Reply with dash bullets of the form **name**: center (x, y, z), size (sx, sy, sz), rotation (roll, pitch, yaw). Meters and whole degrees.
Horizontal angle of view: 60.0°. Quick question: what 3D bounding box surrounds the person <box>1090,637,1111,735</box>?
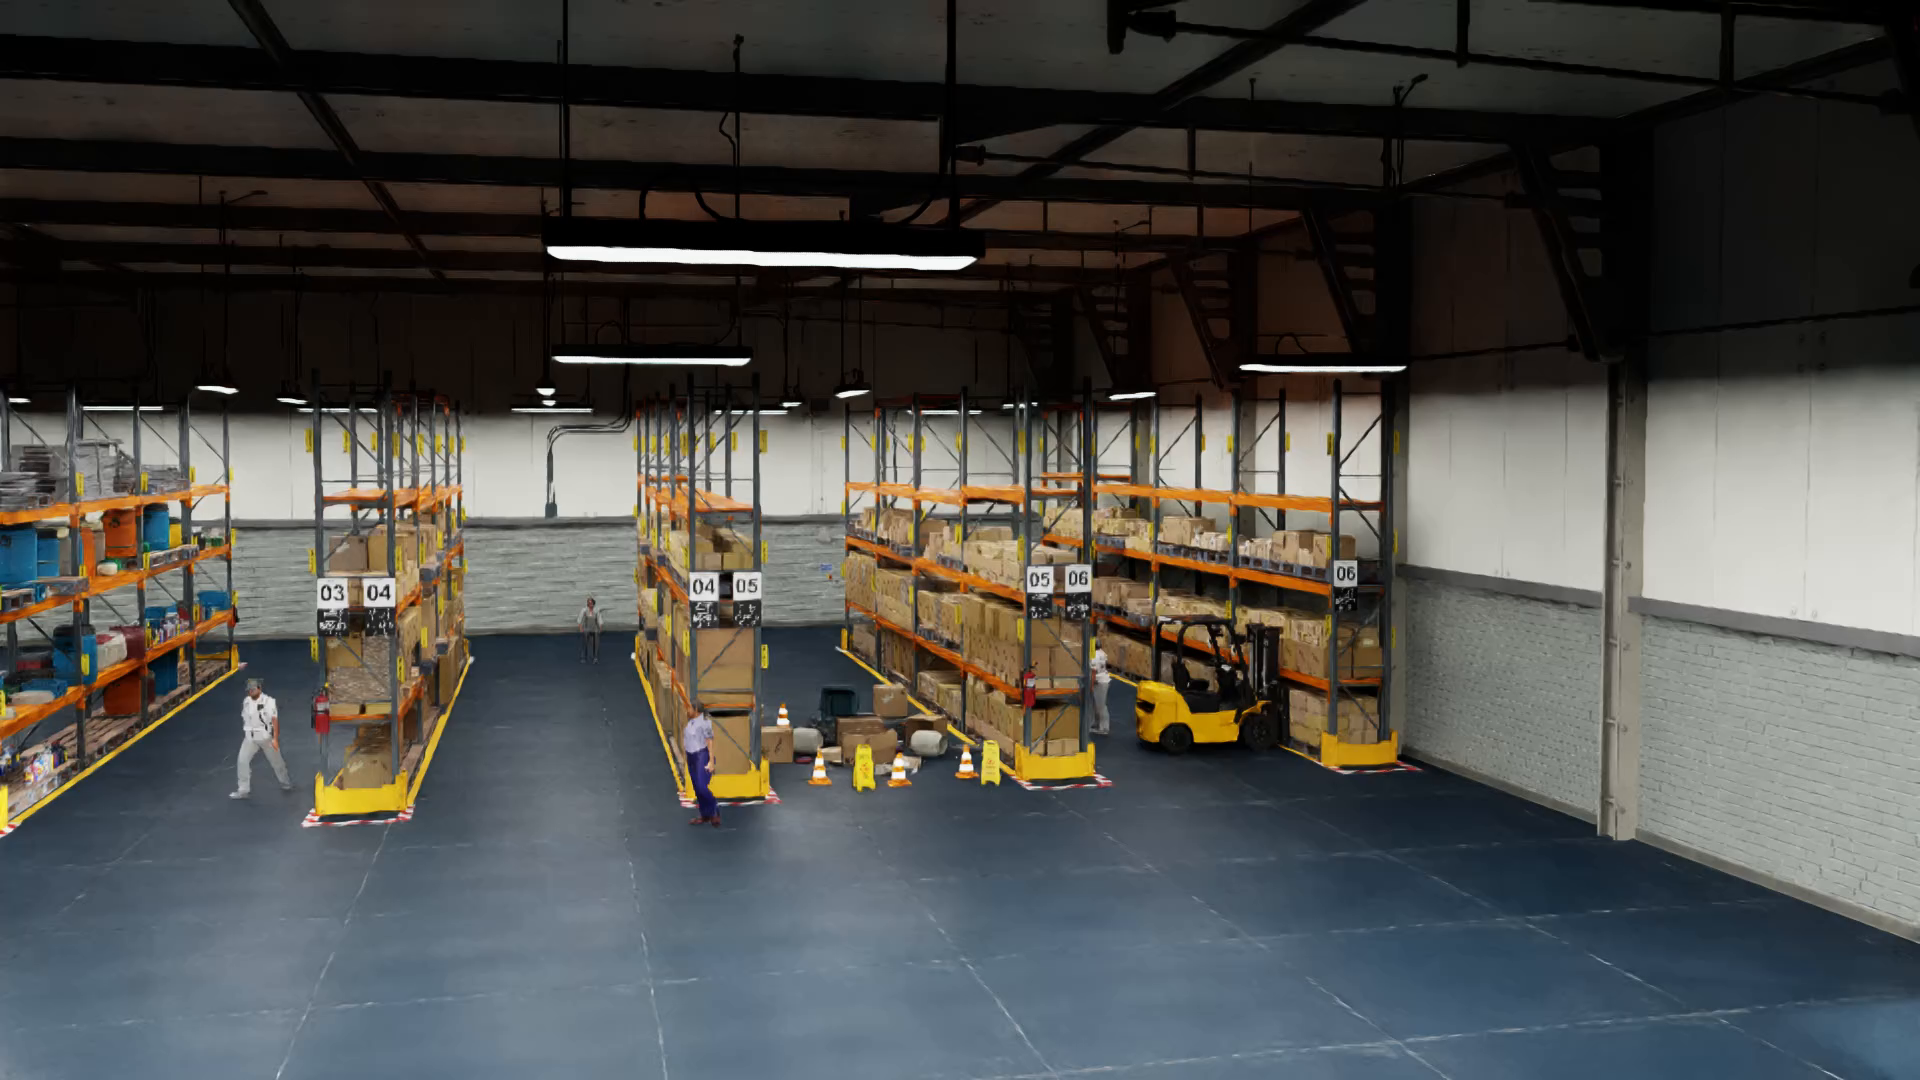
- **person**: center (2.352, 2.504, 28.712), size (0.556, 1.659, 0.598), rotation (1, 3, 18)

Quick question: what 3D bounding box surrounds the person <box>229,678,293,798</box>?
- **person**: center (-9.945, 2.786, 23.659), size (0.582, 1.698, 0.958), rotation (0, 3, 8)

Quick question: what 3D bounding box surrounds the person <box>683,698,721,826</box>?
- **person**: center (-3.392, 2.910, 21.892), size (0.403, 1.642, 0.602), rotation (-3, 4, -39)

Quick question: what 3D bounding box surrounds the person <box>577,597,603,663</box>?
- **person**: center (-8.420, 2.052, 37.882), size (0.566, 1.541, 0.519), rotation (-1, 3, -16)
